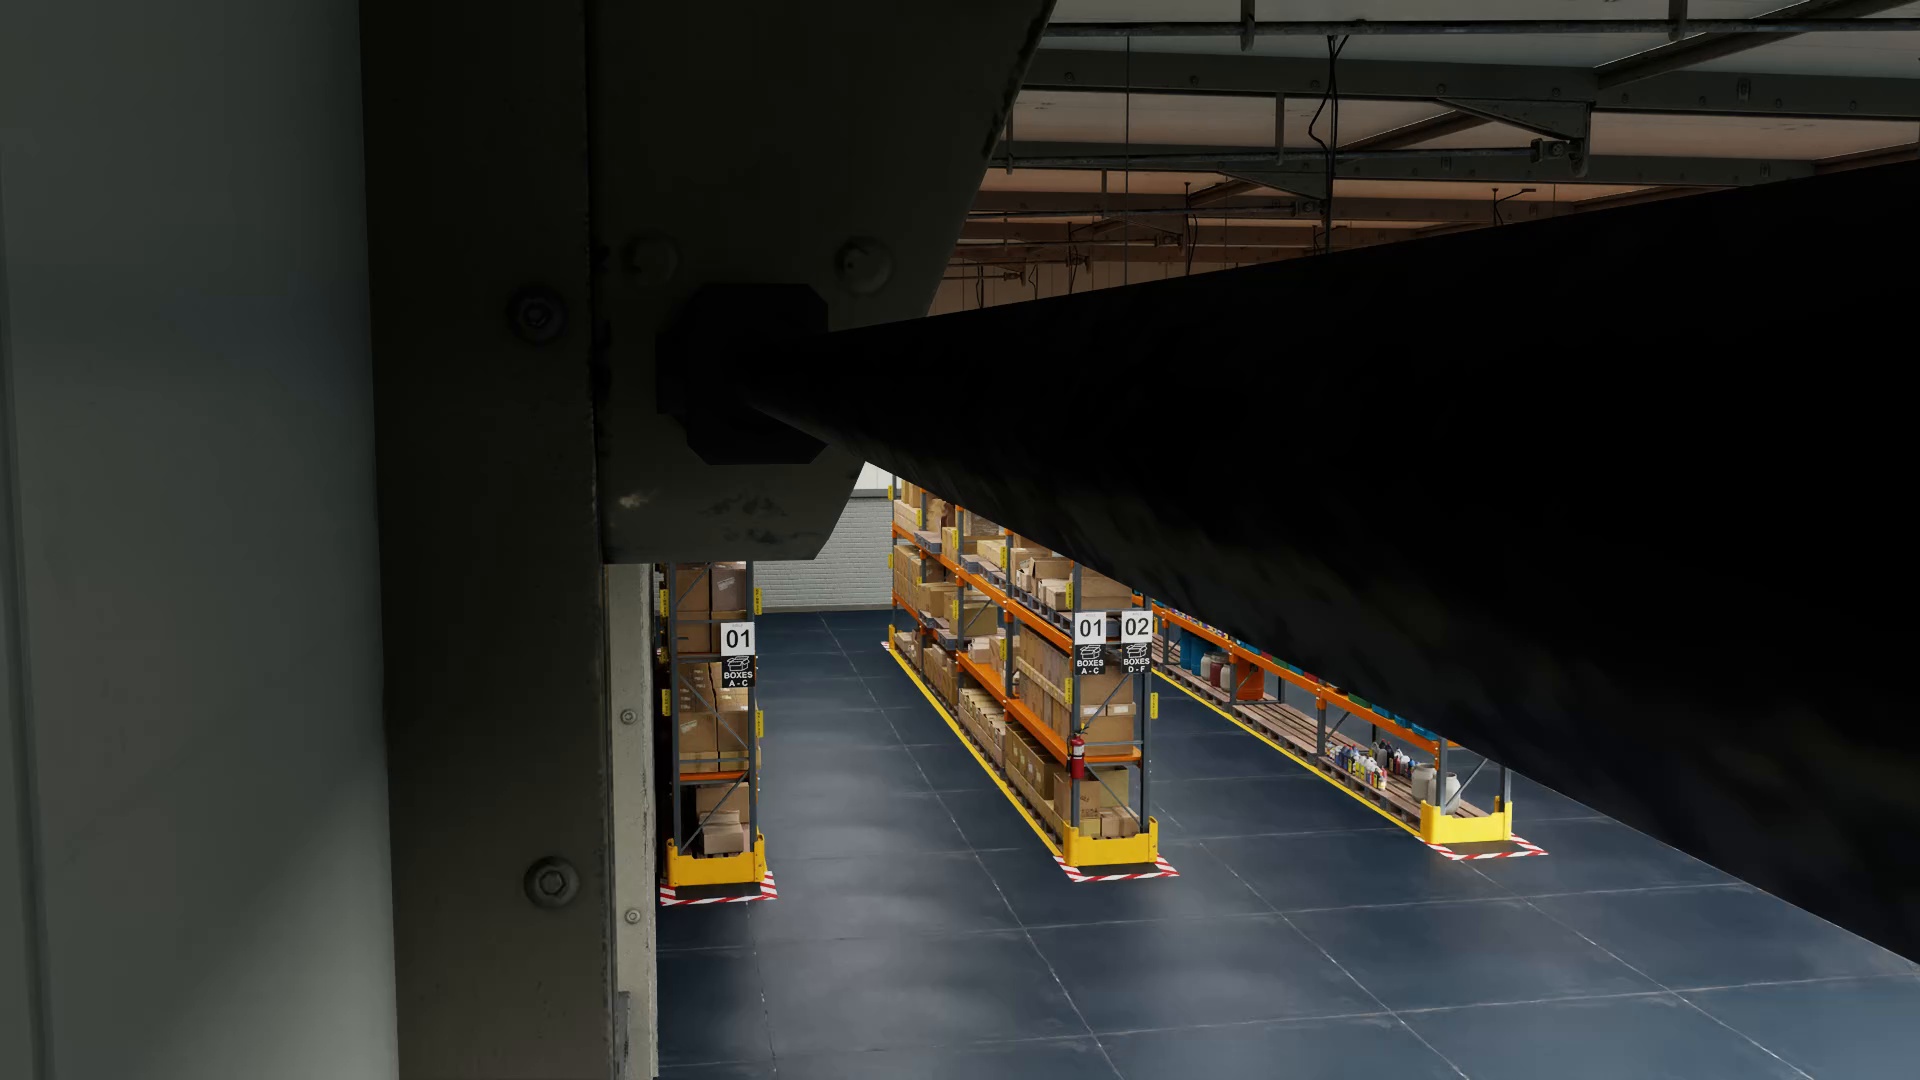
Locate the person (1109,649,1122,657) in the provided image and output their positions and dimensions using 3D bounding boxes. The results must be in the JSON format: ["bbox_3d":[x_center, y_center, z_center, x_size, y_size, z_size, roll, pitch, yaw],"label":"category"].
[{"bbox_3d":[2.831,1.969,29.704,0.664,1.760,0.740,-2,6,-18],"label":"person"}]
